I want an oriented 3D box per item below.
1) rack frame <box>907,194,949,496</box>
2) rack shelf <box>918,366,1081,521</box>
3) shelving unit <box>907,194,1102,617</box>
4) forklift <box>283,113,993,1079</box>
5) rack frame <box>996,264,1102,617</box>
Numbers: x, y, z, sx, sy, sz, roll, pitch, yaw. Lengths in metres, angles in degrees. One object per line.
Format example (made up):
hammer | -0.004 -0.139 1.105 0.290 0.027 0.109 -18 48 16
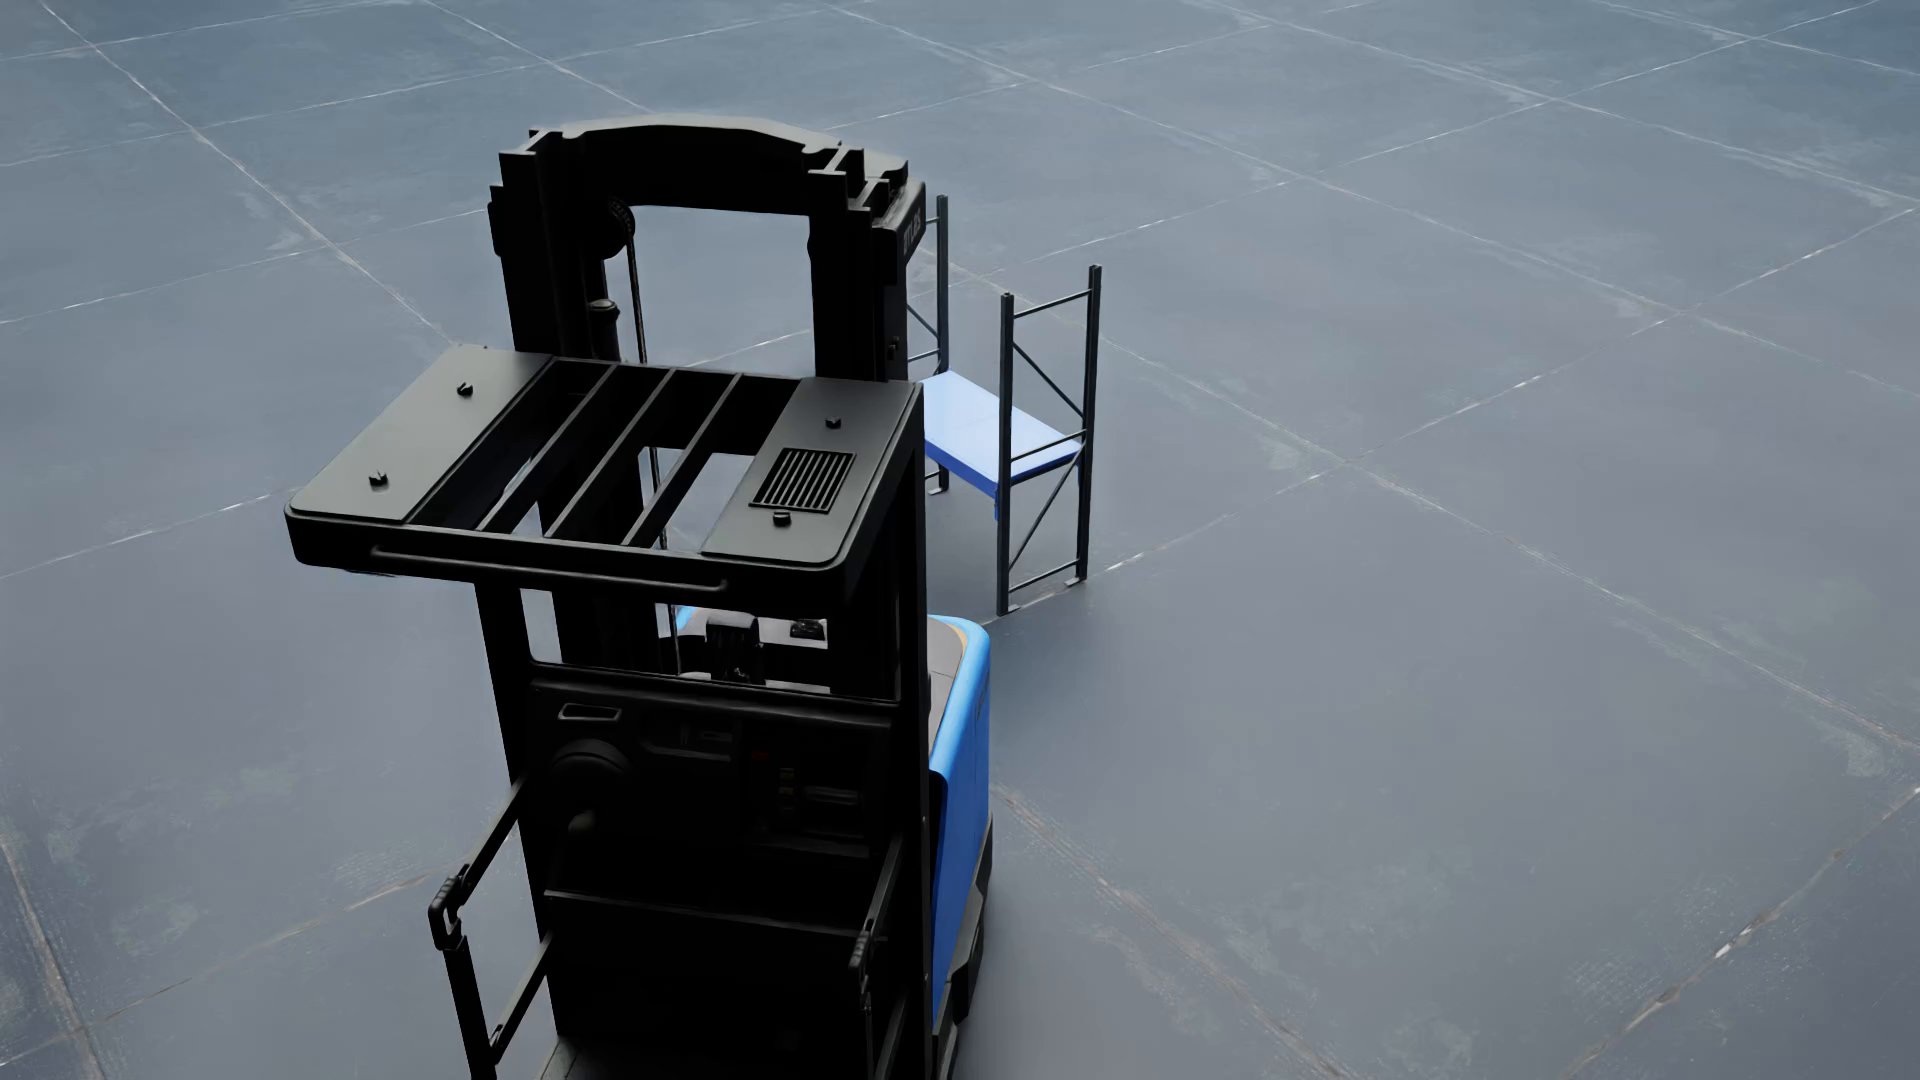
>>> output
rack frame | -0.259 -0.813 7.638 0.500 1.500 0.032 -22 38 -31
rack shelf | 0.052 -0.449 7.392 0.538 0.185 1.000 -22 38 -31
shelving unit | 0.052 -0.602 7.297 0.538 1.500 1.048 -22 38 -31
forklift | -0.665 0.638 3.945 1.130 2.935 3.031 6 32 9
rack frame | 0.364 -0.390 6.956 0.500 1.500 0.032 -22 38 -31
